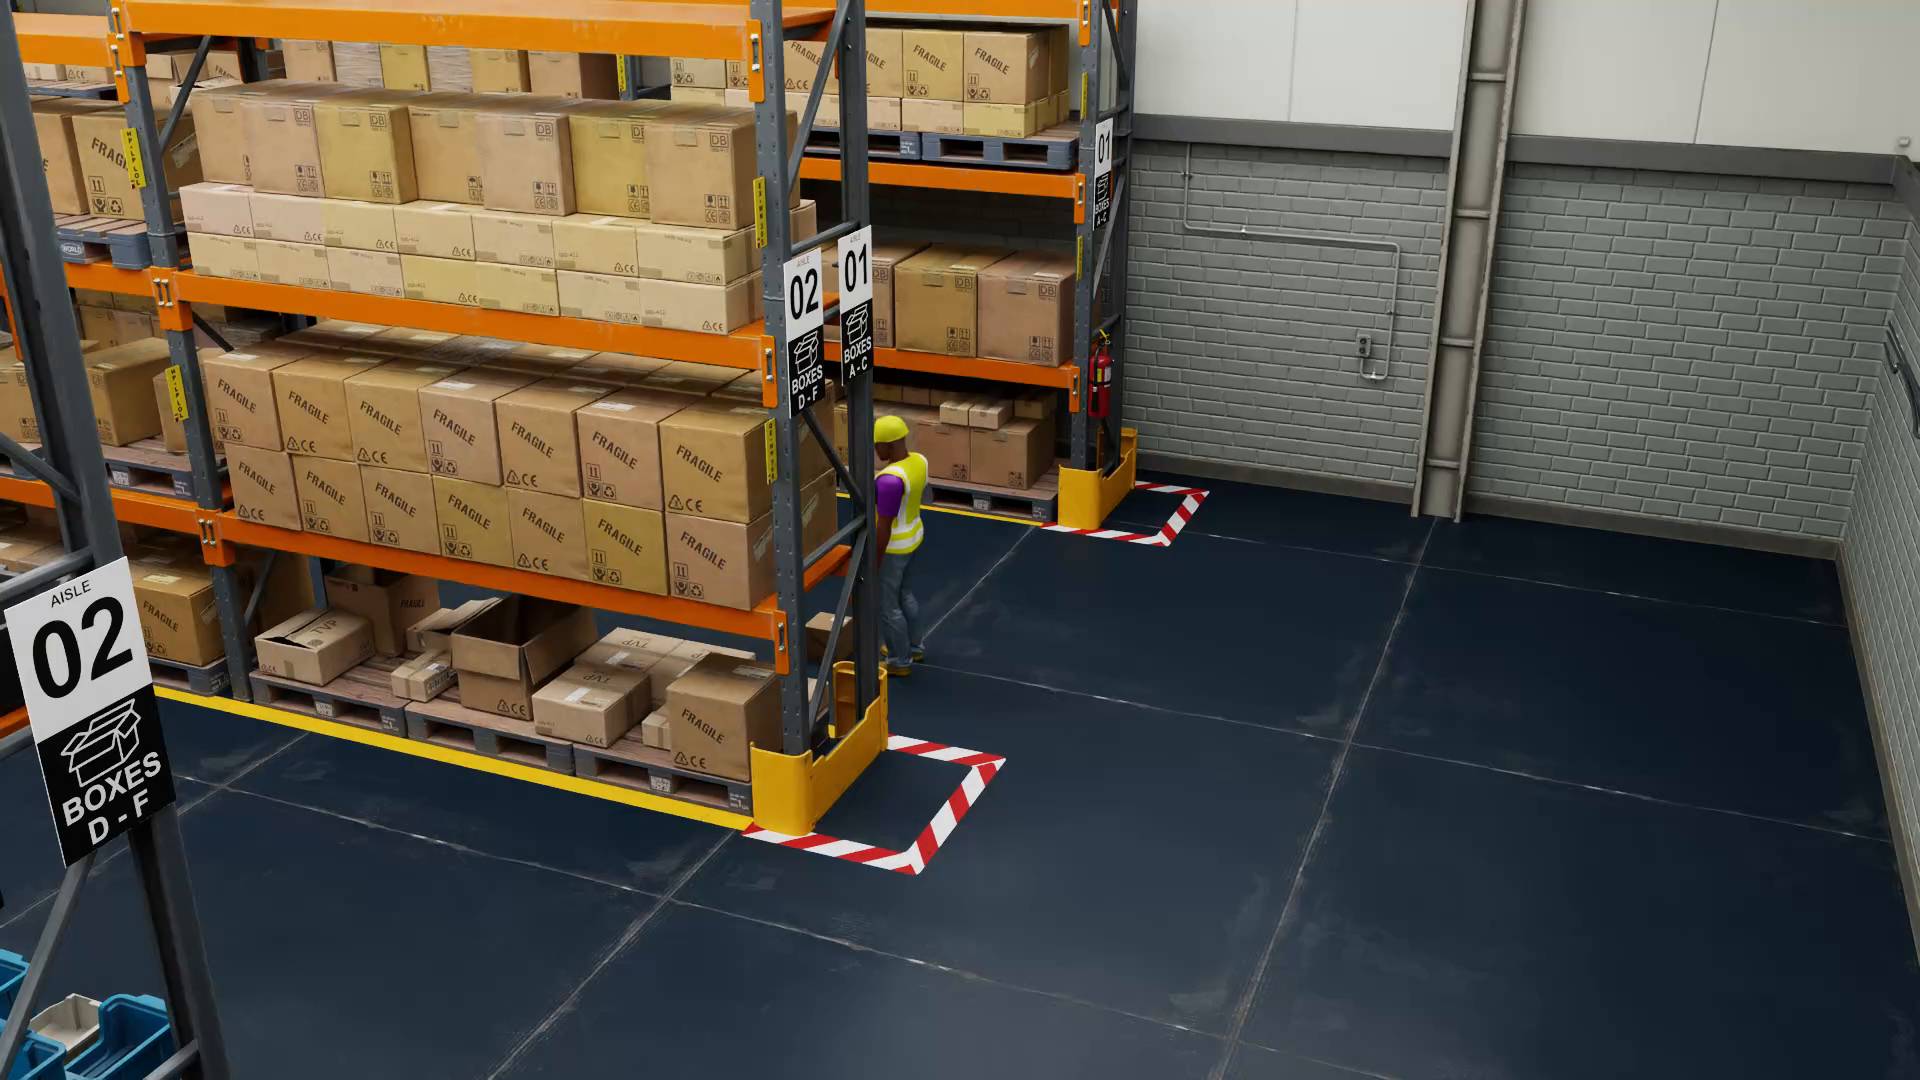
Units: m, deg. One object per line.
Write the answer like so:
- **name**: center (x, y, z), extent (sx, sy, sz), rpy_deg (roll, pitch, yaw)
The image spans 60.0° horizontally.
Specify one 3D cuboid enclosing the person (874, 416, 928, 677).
- **person**: center (-0.426, 0.033, 10.822), extent (0.363, 1.761, 0.567), rpy_deg (7, 23, 17)
